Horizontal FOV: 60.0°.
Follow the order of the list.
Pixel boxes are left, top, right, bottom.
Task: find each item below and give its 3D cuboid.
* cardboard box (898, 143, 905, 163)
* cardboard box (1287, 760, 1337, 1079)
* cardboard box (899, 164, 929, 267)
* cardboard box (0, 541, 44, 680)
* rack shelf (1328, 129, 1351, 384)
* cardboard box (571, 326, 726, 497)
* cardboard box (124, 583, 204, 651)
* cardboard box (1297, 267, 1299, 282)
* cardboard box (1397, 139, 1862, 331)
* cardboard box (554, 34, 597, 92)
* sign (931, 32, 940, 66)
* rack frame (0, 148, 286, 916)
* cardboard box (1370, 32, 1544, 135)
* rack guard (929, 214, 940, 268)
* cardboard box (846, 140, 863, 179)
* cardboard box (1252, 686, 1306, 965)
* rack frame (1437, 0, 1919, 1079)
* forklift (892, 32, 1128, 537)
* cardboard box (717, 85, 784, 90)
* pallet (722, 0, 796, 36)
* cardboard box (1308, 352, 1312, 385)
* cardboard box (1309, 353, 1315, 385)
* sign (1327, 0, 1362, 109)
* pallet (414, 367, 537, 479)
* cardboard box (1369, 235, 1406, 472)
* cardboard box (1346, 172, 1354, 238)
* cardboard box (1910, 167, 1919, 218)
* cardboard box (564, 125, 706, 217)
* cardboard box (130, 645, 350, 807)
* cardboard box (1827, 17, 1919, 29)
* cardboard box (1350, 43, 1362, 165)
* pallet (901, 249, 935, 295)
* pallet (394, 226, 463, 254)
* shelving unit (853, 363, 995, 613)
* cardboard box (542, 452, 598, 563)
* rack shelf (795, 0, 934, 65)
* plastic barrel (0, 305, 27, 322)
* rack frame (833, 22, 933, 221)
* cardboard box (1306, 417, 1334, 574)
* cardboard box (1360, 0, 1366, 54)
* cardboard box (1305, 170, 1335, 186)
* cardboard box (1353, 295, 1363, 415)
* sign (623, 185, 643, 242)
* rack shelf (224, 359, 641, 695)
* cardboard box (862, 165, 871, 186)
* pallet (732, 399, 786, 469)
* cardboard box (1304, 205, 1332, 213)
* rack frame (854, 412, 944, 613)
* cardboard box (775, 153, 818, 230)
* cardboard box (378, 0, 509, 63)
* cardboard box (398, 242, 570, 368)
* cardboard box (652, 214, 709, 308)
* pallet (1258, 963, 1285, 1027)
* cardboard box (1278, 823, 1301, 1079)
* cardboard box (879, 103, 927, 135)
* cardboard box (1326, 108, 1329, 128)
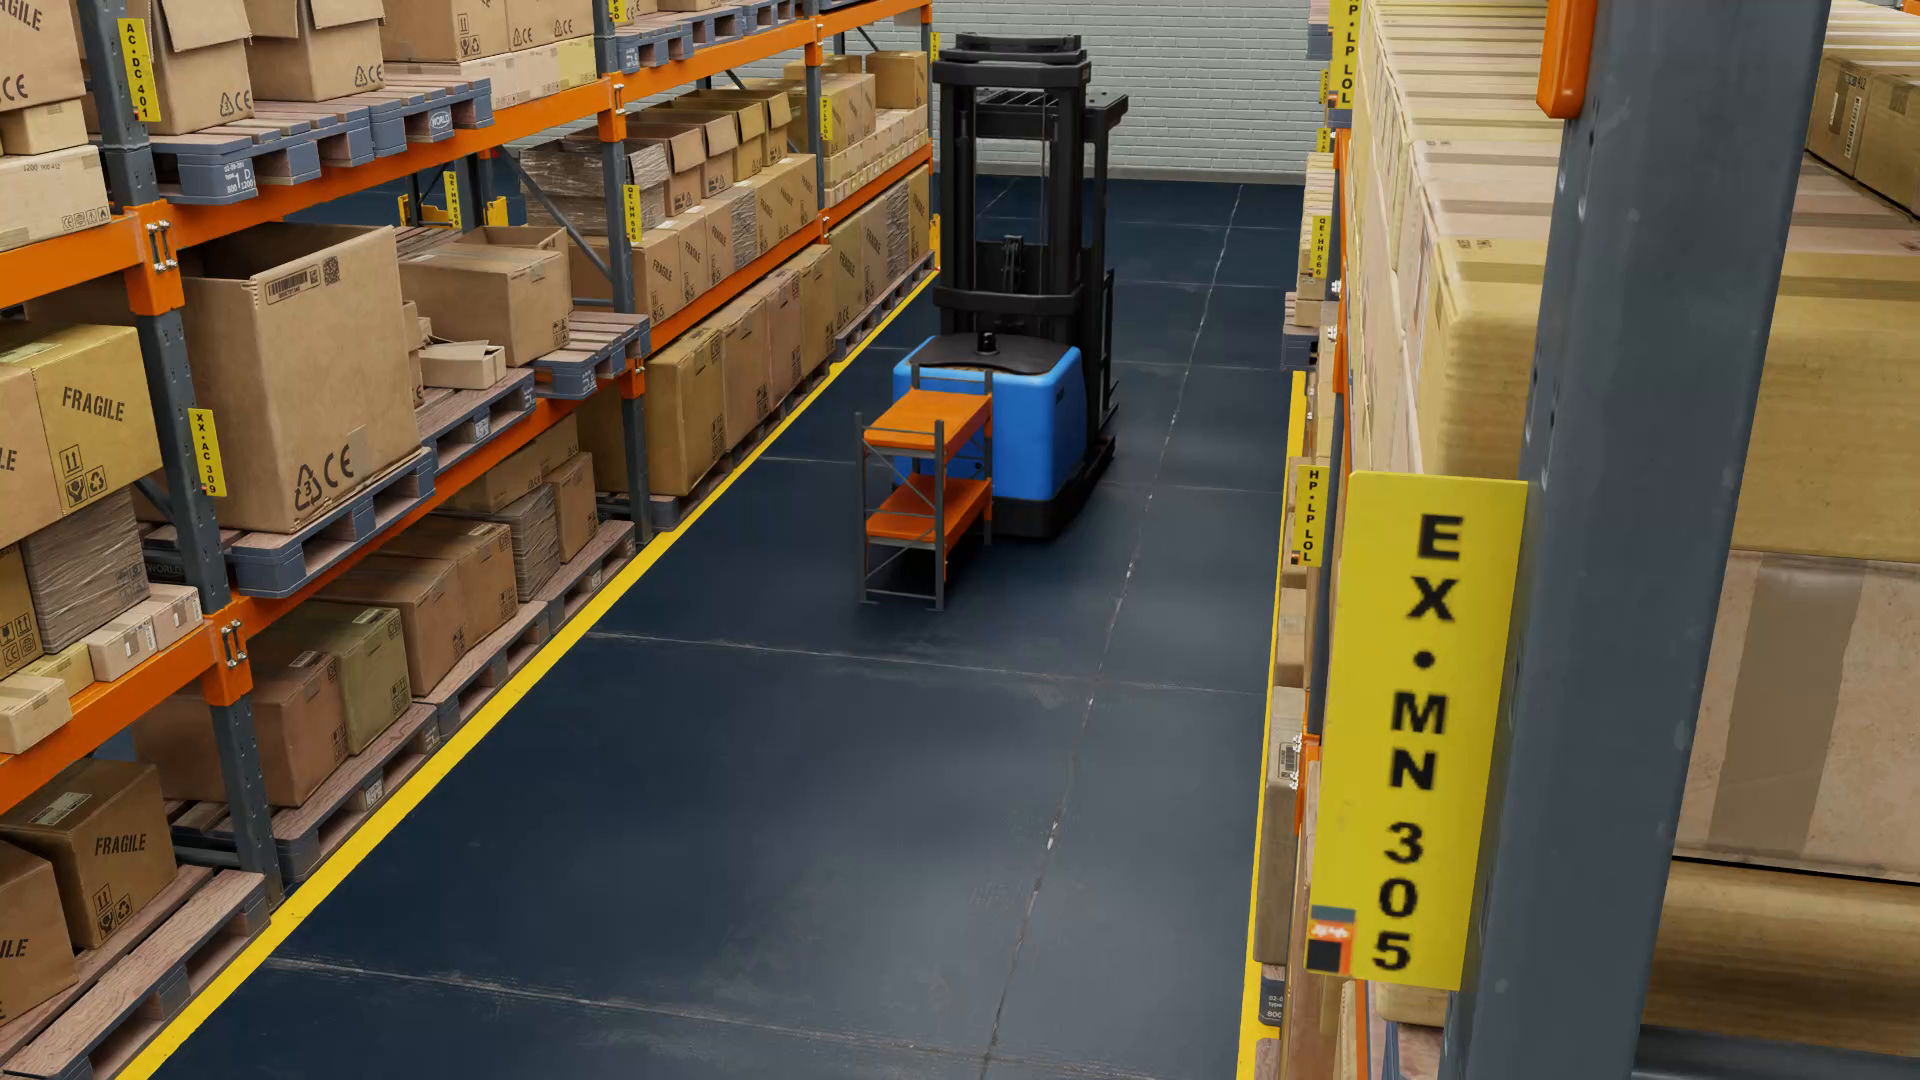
[{"bbox_3d":[-0.739,-3.692,15.842,0.380,0.149,0.250,4,22,10],"label":"cardboard box"},{"bbox_3d":[1.226,0.924,3.844,0.875,0.550,0.550,4,22,11],"label":"cardboard box"},{"bbox_3d":[-0.834,-3.307,16.831,0.875,0.875,0.875,4,22,11],"label":"cardboard box"},{"bbox_3d":[-3.519,0.207,5.293,0.875,0.500,0.500,4,22,11],"label":"cardboard box"},{"bbox_3d":[2.013,-1.323,6.571,1.077,0.370,4.000,4,22,11],"label":"rack shelf"},{"bbox_3d":[-2.253,-0.872,10.785,1.225,0.875,0.875,3,22,8],"label":"cardboard box"},{"bbox_3d":[-2.986,0.269,6.008,0.380,0.149,0.250,4,22,11],"label":"cardboard box"},{"bbox_3d":[2.129,-1.526,9.504,0.380,0.149,0.250,5,23,13],"label":"cardboard box"},{"bbox_3d":[0.630,-0.291,1.618,0.380,0.149,0.250,5,22,12],"label":"cardboard box"},{"bbox_3d":[-2.271,-2.541,8.833,0.500,0.250,0.500,5,22,11],"label":"cardboard box"},{"bbox_3d":[-0.253,-4.938,16.733,0.100,0.325,0.005,4,22,11],"label":"sign"},{"bbox_3d":[-3.230,0.051,6.211,1.000,3.000,0.127,4,22,11],"label":"rack frame"},{"bbox_3d":[0.887,-0.756,2.774,0.380,0.149,0.250,4,22,11],"label":"cardboard box"},{"bbox_3d":[-0.777,-3.187,17.597,1.175,0.500,0.348,4,22,11],"label":"rack guard"},{"bbox_3d":[-1.139,-3.276,14.276,0.500,0.250,0.500,4,22,11],"label":"cardboard box"},{"bbox_3d":[1.643,1.081,6.103,1.050,0.750,0.750,4,22,11],"label":"cardboard box"},{"bbox_3d":[0.785,-0.854,0.428,0.949,2.616,0.053,4,22,11],"label":"rack frame"},{"bbox_3d":[0.474,-1.896,11.138,1.130,2.935,3.031,6,23,15],"label":"forklift"},{"bbox_3d":[-1.766,-3.479,13.777,0.500,0.500,0.500,5,22,12],"label":"cardboard box"},{"bbox_3d":[-1.737,-3.838,12.110,0.805,0.209,1.217,4,22,9],"label":"pallet"},{"bbox_3d":[2.827,-1.245,12.213,0.500,0.500,0.500,5,23,13],"label":"cardboard box"},{"bbox_3d":[2.613,-1.212,11.127,0.500,0.250,0.500,5,23,13],"label":"cardboard box"},{"bbox_3d":[1.072,-1.349,4.559,0.100,0.325,0.005,4,22,11],"label":"sign"},{"bbox_3d":[-2.778,-0.596,8.074,1.003,0.211,1.213,4,22,11],"label":"pallet"},{"bbox_3d":[0.718,-0.155,1.815,0.500,0.250,0.500,5,22,11],"label":"cardboard box"},{"bbox_3d":[1.094,-0.757,3.842,0.380,0.149,0.250,4,22,11],"label":"cardboard box"},{"bbox_3d":[1.376,-0.426,1.955,0.380,0.149,0.250,4,22,10],"label":"cardboard box"},{"bbox_3d":[-2.113,-2.428,10.890,0.797,0.503,0.637,5,22,12],"label":"cardboard box"},{"bbox_3d":[-3.084,0.784,7.150,0.700,0.500,0.500,3,22,7],"label":"cardboard box"},{"bbox_3d":[1.636,-0.891,3.109,0.380,0.149,0.250,5,22,11],"label":"cardboard box"},{"bbox_3d":[1.231,-1.077,4.105,0.500,0.250,0.500,5,22,11],"label":"cardboard box"},{"bbox_3d":[-0.868,-2.746,16.889,1.003,0.211,1.213,4,22,11],"label":"pallet"},{"bbox_3d":[-5.837,-3.123,17.825,1.003,0.211,1.213,4,22,11],"label":"pallet"},{"bbox_3d":[-0.190,-0.326,9.658,0.538,1.125,1.048,6,23,15],"label":"shelving unit"},{"bbox_3d":[-2.531,-0.210,9.616,0.700,0.500,0.500,3,22,8],"label":"cardboard box"},{"bbox_3d":[-1.190,-4.664,14.866,1.077,0.370,4.000,4,22,11],"label":"rack shelf"},{"bbox_3d":[-6.949,-1.459,12.626,0.600,0.588,0.708,4,22,11],"label":"plastic barrel"},{"bbox_3d":[-0.782,-4.338,17.108,1.000,3.000,0.127,4,22,11],"label":"rack frame"},{"bbox_3d":[1.656,-0.161,6.604,0.500,0.500,0.500,5,22,11],"label":"cardboard box"},{"bbox_3d":[1.147,-1.219,3.923,0.380,0.149,0.250,4,22,10],"label":"cardboard box"},{"bbox_3d":[2.547,-2.418,11.319,0.380,0.149,0.250,4,22,10],"label":"cardboard box"},{"bbox_3d":[0.836,-0.292,2.689,0.380,0.149,0.250,5,22,12],"label":"cardboard box"},{"bbox_3d":[-1.881,-1.874,9.548,0.100,0.325,0.005,4,22,11],"label":"sign"},{"bbox_3d":[-2.822,-0.347,8.162,1.077,0.370,4.000,4,22,11],"label":"rack shelf"},{"bbox_3d":[-1.001,-3.223,14.678,0.380,0.149,0.250,4,22,10],"label":"cardboard box"},{"bbox_3d":[-1.928,-0.846,12.171,1.003,0.211,1.213,4,22,11],"label":"pallet"},{"bbox_3d":[2.285,-1.938,10.129,0.380,0.149,0.250,4,22,11],"label":"cardboard box"},{"bbox_3d":[-0.332,-0.144,9.205,0.500,1.125,0.032,6,23,15],"label":"rack frame"},{"bbox_3d":[-1.426,-2.729,12.981,0.500,0.500,0.500,5,22,11],"label":"cardboard box"},{"bbox_3d":[-2.477,-2.520,7.776,0.500,0.500,0.500,5,22,12],"label":"cardboard box"},{"bbox_3d":[-2.501,-1.241,8.723,0.700,0.500,0.500,8,23,19],"label":"cardboard box"},{"bbox_3d":[-1.946,-1.804,10.684,0.500,0.500,0.500,4,22,9],"label":"cardboard box"},{"bbox_3d":[1.688,1.472,6.417,1.003,0.211,1.213,4,22,11],"label":"pallet"},{"bbox_3d":[1.408,1.482,4.942,0.875,0.875,0.875,5,22,12],"label":"cardboard box"},{"bbox_3d":[-0.621,-4.208,16.591,0.500,0.250,0.500,4,22,10],"label":"cardboard box"},{"bbox_3d":[3.068,-3.300,12.663,0.500,0.500,0.500,4,22,9],"label":"cardboard box"}]
